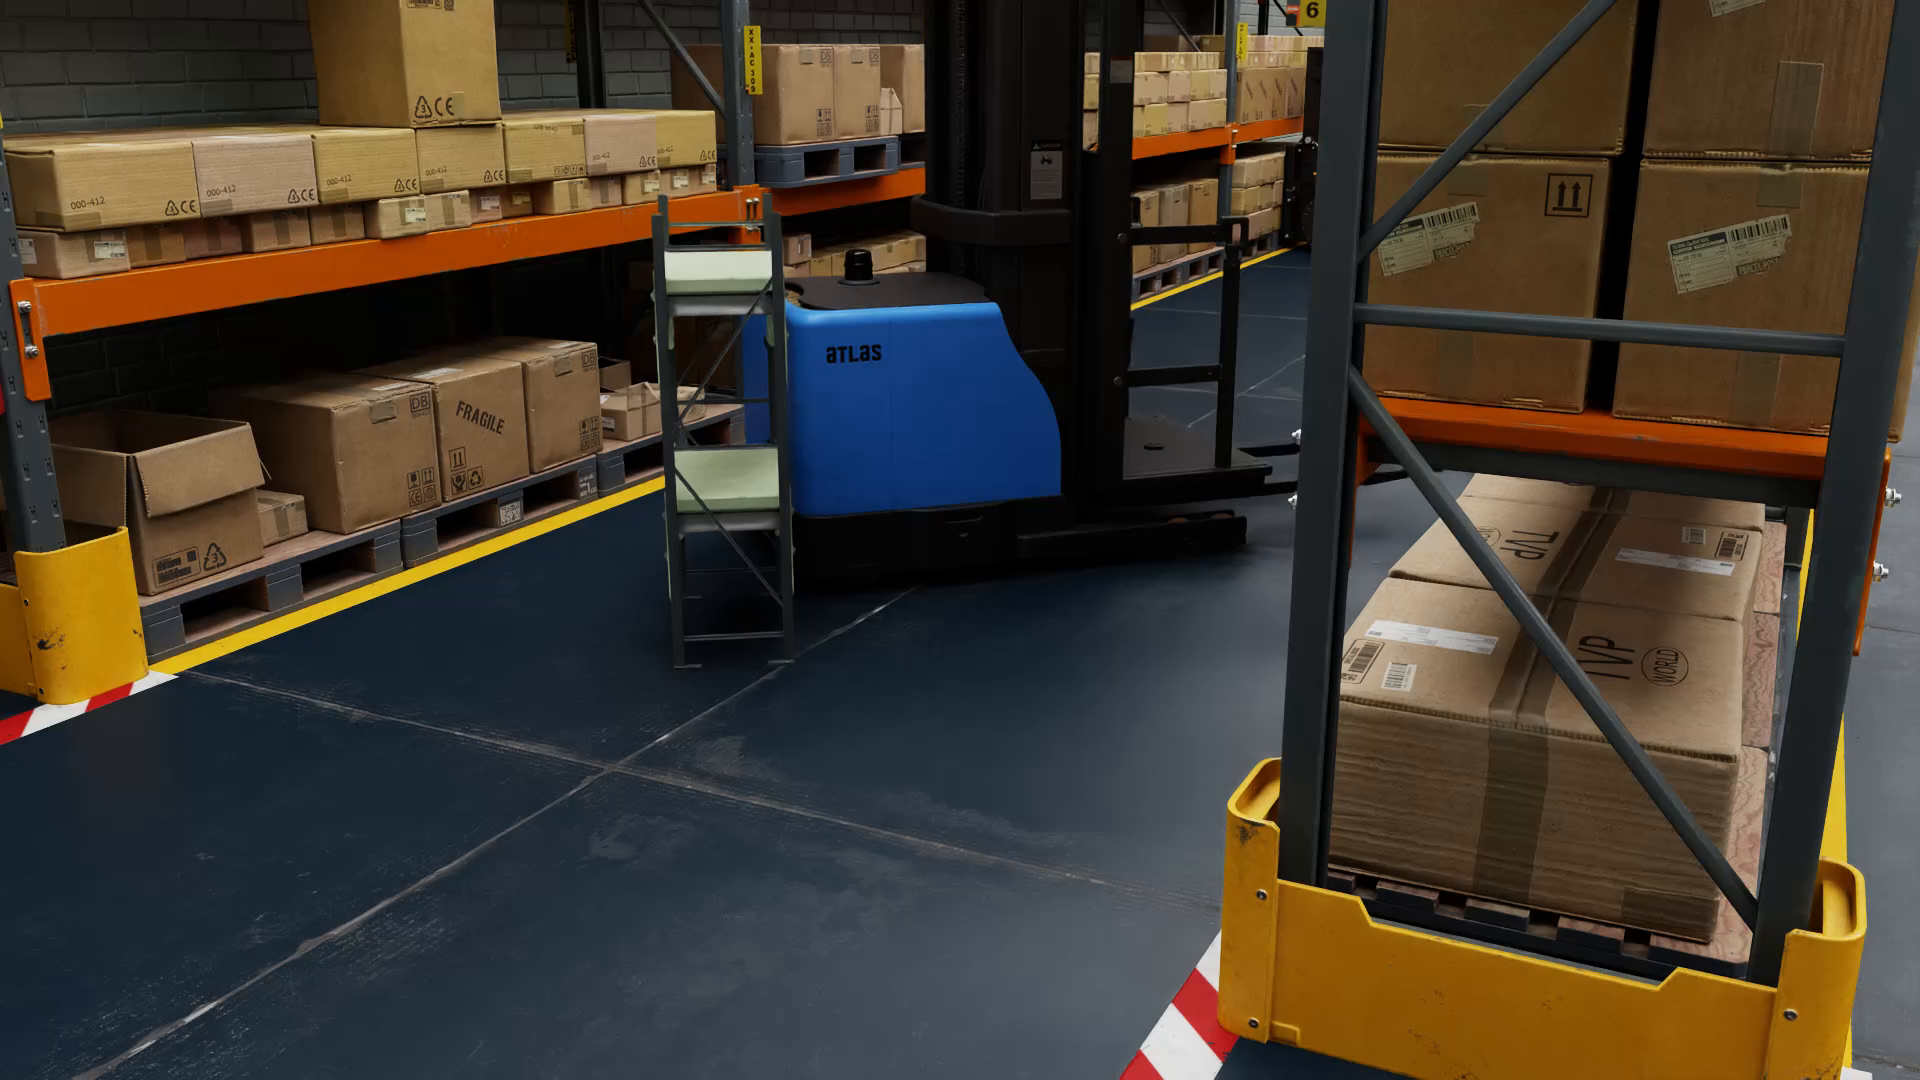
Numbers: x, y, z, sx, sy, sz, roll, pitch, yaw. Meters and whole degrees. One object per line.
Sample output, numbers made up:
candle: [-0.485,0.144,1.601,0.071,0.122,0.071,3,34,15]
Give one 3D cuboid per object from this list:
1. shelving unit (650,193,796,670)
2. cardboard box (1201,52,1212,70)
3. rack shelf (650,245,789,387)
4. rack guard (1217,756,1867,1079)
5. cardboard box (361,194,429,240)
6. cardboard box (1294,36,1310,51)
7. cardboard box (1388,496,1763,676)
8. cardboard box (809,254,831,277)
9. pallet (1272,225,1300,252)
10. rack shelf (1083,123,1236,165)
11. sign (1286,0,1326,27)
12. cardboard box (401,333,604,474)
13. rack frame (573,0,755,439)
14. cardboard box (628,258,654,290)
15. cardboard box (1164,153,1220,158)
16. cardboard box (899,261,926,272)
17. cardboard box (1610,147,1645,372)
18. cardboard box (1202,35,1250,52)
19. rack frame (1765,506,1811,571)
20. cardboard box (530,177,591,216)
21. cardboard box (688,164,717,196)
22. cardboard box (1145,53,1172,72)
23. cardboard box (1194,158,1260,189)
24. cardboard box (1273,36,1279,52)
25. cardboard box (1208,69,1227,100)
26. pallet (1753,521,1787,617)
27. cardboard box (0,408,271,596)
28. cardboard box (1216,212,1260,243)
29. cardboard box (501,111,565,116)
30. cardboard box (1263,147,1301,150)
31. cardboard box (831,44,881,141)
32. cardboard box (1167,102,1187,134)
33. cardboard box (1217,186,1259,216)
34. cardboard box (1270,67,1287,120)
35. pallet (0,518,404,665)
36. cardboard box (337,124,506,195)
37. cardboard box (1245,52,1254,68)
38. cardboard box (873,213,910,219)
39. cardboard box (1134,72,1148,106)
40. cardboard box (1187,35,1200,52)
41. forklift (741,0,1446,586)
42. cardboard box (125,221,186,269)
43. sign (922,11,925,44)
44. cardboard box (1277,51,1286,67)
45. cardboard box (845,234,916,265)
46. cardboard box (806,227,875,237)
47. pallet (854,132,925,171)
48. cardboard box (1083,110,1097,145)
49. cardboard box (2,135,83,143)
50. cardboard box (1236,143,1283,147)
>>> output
shelving unit: [-0.812,-0.400,5.736,0.431,1.500,0.755,-2,17,-8]
cardboard box: [2.006,-4.239,14.713,0.380,0.149,0.250,8,18,25]
rack shelf: [-0.812,-0.774,5.625,0.431,0.370,0.720,-2,17,-8]
rack guard: [1.128,0.828,3.358,1.175,0.500,0.348,8,18,25]
cardboard box: [-2.291,-1.257,6.430,0.380,0.149,0.250,8,18,24]
cardboard box: [3.394,-5.128,17.184,0.380,0.149,0.250,8,19,26]
cardboard box: [1.746,0.236,4.725,0.875,0.438,0.875,9,19,27]
cardboard box: [-0.958,-1.544,9.470,0.380,0.149,0.250,7,18,23]
pallet: [2.996,-3.236,17.548,1.003,0.211,1.213,8,18,25]
rack shelf: [1.165,-3.209,13.824,1.077,0.370,4.000,8,18,25]
sign: [0.660,-1.118,3.069,0.100,0.325,0.005,8,18,25]
cardboard box: [-2.064,-0.631,7.533,0.700,0.500,0.500,7,18,23]
rack frame: [-1.516,-2.026,8.576,1.000,3.000,0.127,8,18,25]
cardboard box: [-1.609,-1.470,9.219,0.380,0.149,0.250,7,18,23]
cardboard box: [2.319,-3.707,16.572,0.500,0.250,0.500,8,18,25]
cardboard box: [-0.405,-1.518,10.520,0.500,0.500,0.500,7,18,23]
cardboard box: [1.356,-0.707,3.960,0.500,0.500,0.500,8,18,24]
cardboard box: [2.467,-4.608,15.434,0.380,0.149,0.250,9,19,26]
rack frame: [2.926,-1.395,6.453,1.000,3.000,0.127,8,18,25]
cardboard box: [-1.854,-1.522,7.320,0.380,0.149,0.250,8,18,25]
cardboard box: [-1.432,-1.792,8.231,0.380,0.149,0.250,8,18,26]
cardboard box: [1.511,-3.900,13.573,0.380,0.149,0.250,8,18,24]
cardboard box: [2.556,-3.509,15.907,0.500,0.250,0.500,8,18,25]
cardboard box: [2.907,-4.875,16.331,0.380,0.149,0.250,8,18,24]
cardboard box: [2.068,-4.074,14.857,0.500,0.250,0.500,8,18,24]
pallet: [2.517,0.125,6.232,1.003,0.211,1.213,8,18,25]
cardboard box: [-2.945,-0.155,5.926,0.797,0.503,0.637,7,18,23]
cardboard box: [2.571,-3.028,16.042,0.500,0.250,0.500,8,18,26]
cardboard box: [-2.197,-1.876,7.813,0.500,0.250,0.500,8,18,25]
cardboard box: [3.480,-4.027,17.651,0.500,0.250,0.500,8,18,26]
cardboard box: [-0.868,-2.502,9.266,0.700,0.500,0.500,8,18,26]
cardboard box: [1.599,-3.579,14.068,0.500,0.250,0.500,8,18,26]
cardboard box: [2.551,-3.270,15.980,0.500,0.250,0.500,8,18,25]
cardboard box: [2.934,-4.455,16.580,0.500,0.500,0.500,8,18,25]
pallet: [-2.914,0.107,6.292,1.003,0.211,1.213,8,18,25]
cardboard box: [-2.201,-1.550,6.715,0.500,0.250,0.500,8,18,24]
cardboard box: [2.551,-4.536,15.714,0.380,0.149,0.250,9,19,27]
cardboard box: [-0.383,-2.201,11.681,0.380,0.149,0.250,9,19,27]
cardboard box: [1.163,-3.553,13.103,0.500,0.250,0.500,8,18,24]
cardboard box: [2.080,-4.743,15.889,0.380,0.149,0.250,8,18,24]
forklift: [0.655,-1.465,6.809,3.031,2.935,1.130,-6,17,-18]
cardboard box: [-2.839,-1.006,5.584,0.380,0.149,0.250,9,19,27]
sign: [-0.226,-3.669,12.077,0.100,0.325,0.005,8,18,25]
cardboard box: [3.034,-4.792,16.577,0.380,0.149,0.250,7,18,24]
cardboard box: [-0.496,-1.810,10.364,0.380,0.149,0.250,8,18,26]
cardboard box: [-0.770,-1.929,10.765,0.380,0.149,0.250,8,18,26]
pallet: [-0.593,-2.457,10.364,1.003,0.211,1.213,8,18,25]
cardboard box: [0.688,-3.055,12.304,0.500,0.250,0.500,8,18,26]
cardboard box: [-3.335,-1.229,5.633,0.500,0.250,0.500,9,19,27]
cardboard box: [3.242,-4.219,18.296,0.500,0.250,0.500,8,18,25]
